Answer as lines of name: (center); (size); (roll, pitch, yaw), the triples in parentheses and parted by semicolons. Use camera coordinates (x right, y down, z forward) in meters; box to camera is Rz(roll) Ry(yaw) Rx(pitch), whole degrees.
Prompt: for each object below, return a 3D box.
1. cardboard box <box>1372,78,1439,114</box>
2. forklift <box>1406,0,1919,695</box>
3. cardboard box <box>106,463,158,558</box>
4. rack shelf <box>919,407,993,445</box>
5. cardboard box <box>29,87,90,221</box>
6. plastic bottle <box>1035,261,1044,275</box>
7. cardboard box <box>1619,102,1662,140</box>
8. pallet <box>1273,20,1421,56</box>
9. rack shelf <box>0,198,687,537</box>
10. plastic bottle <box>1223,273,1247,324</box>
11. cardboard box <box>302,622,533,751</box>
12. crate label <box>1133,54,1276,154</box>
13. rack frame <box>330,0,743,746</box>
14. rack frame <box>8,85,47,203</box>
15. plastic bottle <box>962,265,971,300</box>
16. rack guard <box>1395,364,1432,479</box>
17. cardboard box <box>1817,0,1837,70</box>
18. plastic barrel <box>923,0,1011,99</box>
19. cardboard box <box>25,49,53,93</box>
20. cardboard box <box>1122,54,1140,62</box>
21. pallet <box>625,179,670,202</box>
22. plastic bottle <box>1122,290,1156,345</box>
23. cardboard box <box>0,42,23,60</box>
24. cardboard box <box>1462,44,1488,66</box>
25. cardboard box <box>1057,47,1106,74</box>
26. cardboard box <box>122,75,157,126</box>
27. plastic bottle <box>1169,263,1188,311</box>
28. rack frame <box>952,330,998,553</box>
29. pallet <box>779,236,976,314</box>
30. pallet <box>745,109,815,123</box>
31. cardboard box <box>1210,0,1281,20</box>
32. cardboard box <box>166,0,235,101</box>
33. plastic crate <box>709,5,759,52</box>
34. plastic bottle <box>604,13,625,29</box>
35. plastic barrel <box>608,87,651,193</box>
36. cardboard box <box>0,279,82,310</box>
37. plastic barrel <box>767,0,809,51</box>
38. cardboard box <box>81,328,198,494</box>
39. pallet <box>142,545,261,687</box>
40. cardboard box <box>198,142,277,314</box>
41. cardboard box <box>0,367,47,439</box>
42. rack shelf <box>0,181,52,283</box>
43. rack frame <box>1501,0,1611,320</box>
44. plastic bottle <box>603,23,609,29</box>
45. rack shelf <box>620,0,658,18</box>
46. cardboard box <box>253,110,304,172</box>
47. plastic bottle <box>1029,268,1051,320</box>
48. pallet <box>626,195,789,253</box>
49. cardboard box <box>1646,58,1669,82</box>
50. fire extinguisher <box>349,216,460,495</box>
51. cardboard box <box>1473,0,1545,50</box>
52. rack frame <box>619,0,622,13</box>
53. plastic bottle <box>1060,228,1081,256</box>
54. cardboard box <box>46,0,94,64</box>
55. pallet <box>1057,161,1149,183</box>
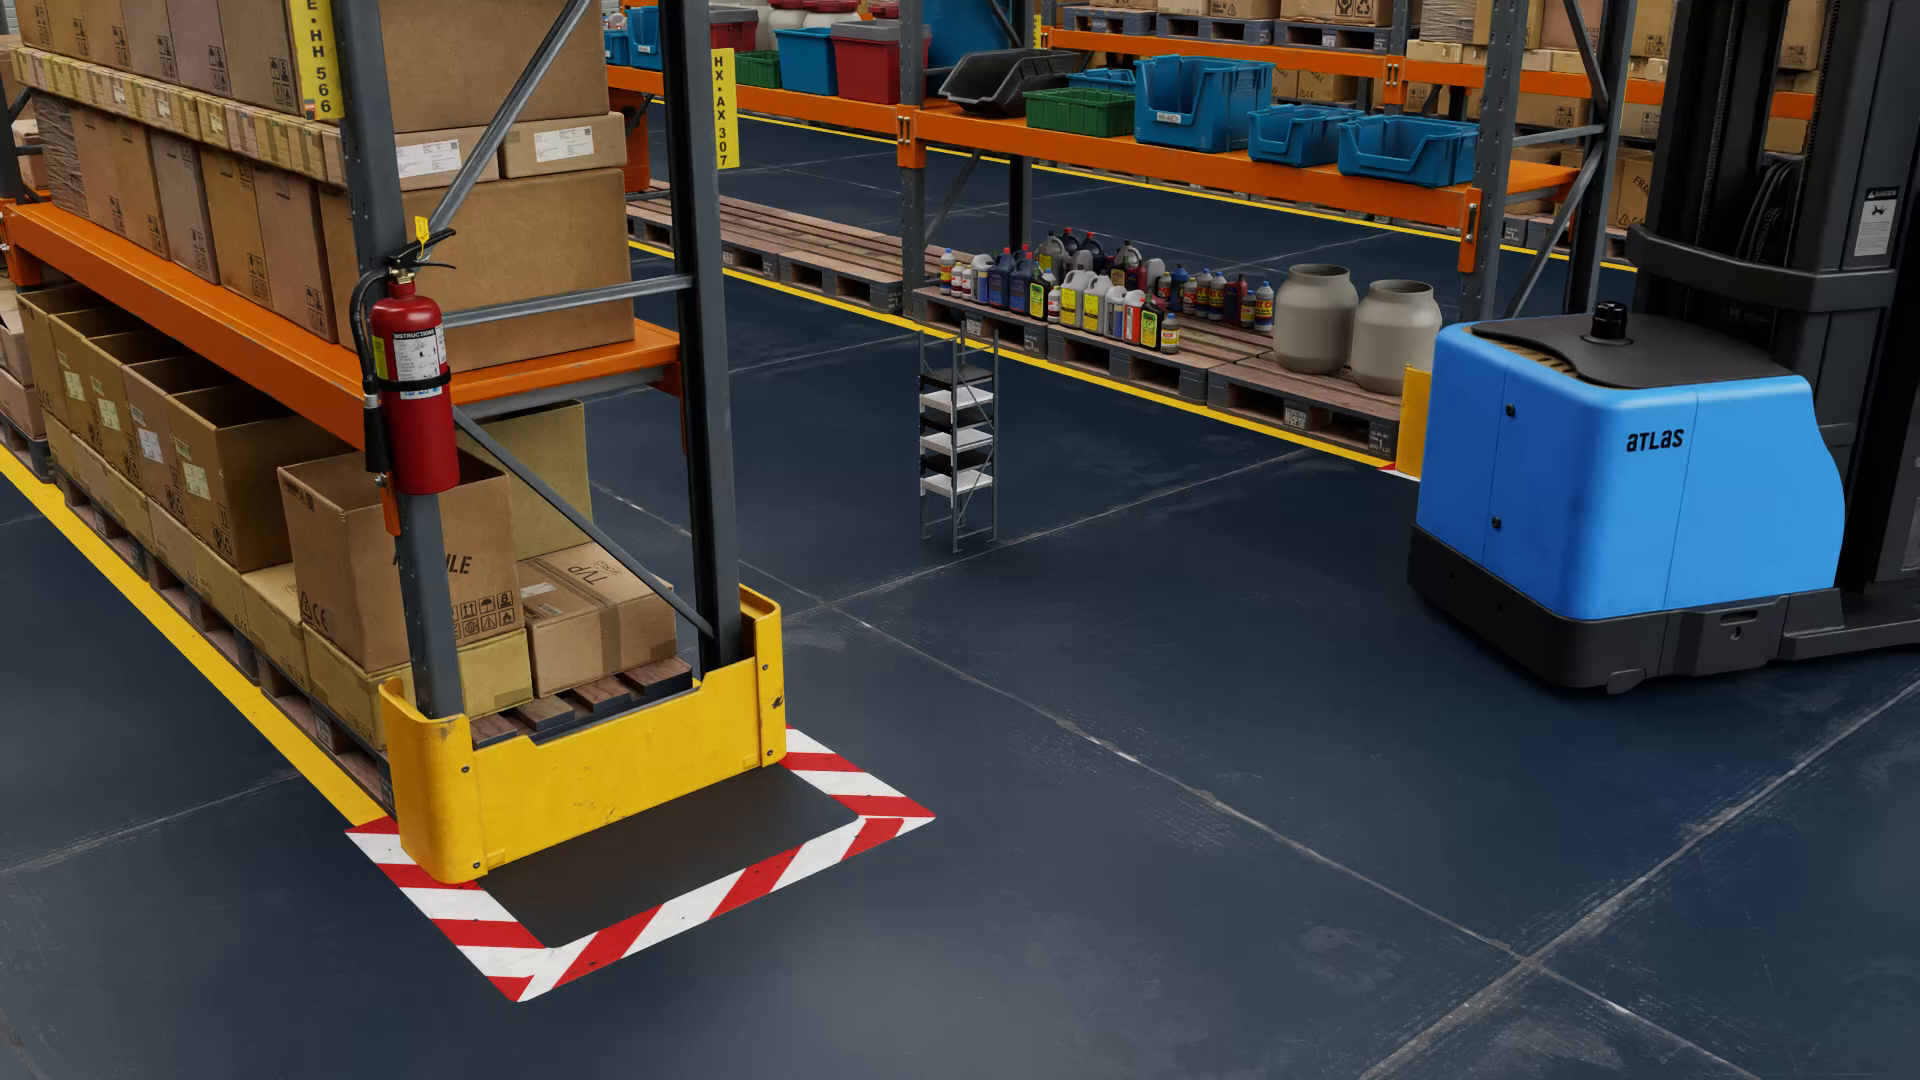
cardboard box: (5.346, -5.312, 18.943); (1.050, 0.750, 0.750); (-18, 28, -38)
forklift: (3.287, -1.138, 5.869); (3.031, 2.935, 1.130); (-6, 22, -16)
cardboard box: (-2.985, -0.175, 6.512); (0.500, 0.250, 0.500); (-17, 27, -37)
rack shelf: (-0.005, -0.474, 6.805); (0.258, 0.077, 0.200); (-17, 27, -37)
cardboard box: (-3.409, -1.664, 6.983); (0.700, 0.500, 0.500); (-18, 28, -39)
plastic bottle: (0.451, -1.518, 9.885); (0.097, 0.271, 0.097); (0, 21, 0)
cardboard box: (7.154, -4.547, 16.989); (1.050, 0.750, 0.750); (-18, 27, -38)
pallet: (3.416, -4.253, 13.991); (1.003, 0.211, 1.213); (-17, 27, -37)
rack shelf: (-2.397, -0.851, 6.031); (1.077, 0.370, 4.000); (-17, 27, -37)
plastic bottle: (1.582, -1.394, 9.551); (0.061, 0.283, 0.133); (-17, 27, -37)
cardboard box: (-1.666, 0.373, 5.113); (0.500, 0.250, 0.500); (-17, 27, -37)
crate label: (1.257, -2.272, 8.624); (0.502, 0.435, 0.616); (-17, 27, -37)
rack frame: (-1.092, -0.634, 4.489); (1.000, 3.000, 0.127); (-17, 27, -37)
rack frame: (-3.705, -1.738, 7.309); (0.949, 2.616, 0.053); (-17, 27, -37)
plastic bottle: (0.061, -1.570, 10.114); (0.097, 0.201, 0.097); (0, 21, 0)
rack guard: (2.578, -0.658, 7.978); (1.175, 0.500, 0.348); (-17, 27, -37)
cardboard box: (6.077, -3.334, 10.840); (0.875, 0.500, 0.500); (-17, 27, -37)
plastic barrel: (0.029, -3.329, 10.684); (0.600, 0.901, 0.708); (-17, 27, -37)
cardboard box: (-3.510, -1.898, 6.690); (0.380, 0.149, 0.250); (-17, 27, -37)
cardboard box: (2.412, -6.642, 22.755); (0.380, 0.149, 0.250); (-16, 26, -35)
pallet: (-3.105, -2.932, 14.179); (1.003, 0.211, 1.213); (-17, 27, -37)
plastic bottle: (0.988, -1.228, 9.137); (0.152, 0.276, 0.135); (-17, 27, -37)
cardboard box: (-4.863, -2.285, 8.569); (0.500, 0.500, 0.500); (-17, 27, -37)
cardboard box: (4.054, -3.713, 12.696); (0.380, 0.149, 0.250); (-17, 27, -37)
cardboard box: (0.759, -4.603, 16.961); (1.225, 0.875, 0.875); (-19, 28, -40)
cardboard box: (-2.660, -1.540, 5.776); (0.380, 0.149, 0.250); (-18, 28, -38)
plastic bottle: (1.294, -1.500, 9.838); (0.097, 0.271, 0.097); (0, 21, 0)
rack frame: (0.061, -0.393, 6.754); (0.240, 0.900, 0.006); (-17, 27, -37)
pallet: (-0.490, -1.826, 11.357); (1.003, 0.211, 1.213); (-17, 27, -37)
pallet: (-1.855, -5.237, 20.065); (1.003, 0.211, 1.213); (-17, 27, -37)
cardboard box: (2.603, -4.797, 14.400); (0.797, 0.503, 0.637); (-14, 26, -32)
cardboard box: (-2.099, -1.714, 5.331); (0.700, 0.500, 0.500); (-17, 27, -37)
plastic crate: (-1.736, -3.533, 11.803); (0.402, 0.464, 0.583); (-17, 27, -37)
plastic bottle: (-2.899, -4.289, 13.991); (0.152, 0.276, 0.135); (-17, 27, -37)
plastic barrel: (-2.891, -3.338, 13.794); (0.600, 0.830, 0.708); (-17, 27, -37)
cardboard box: (-4.529, -1.101, 8.108); (0.500, 0.311, 0.500); (-17, 27, -36)
plastic barrel: (-1.168, -3.619, 11.925); (0.433, 0.535, 0.433); (0, 21, 0)
cardboard box: (-2.985, -0.524, 6.376); (0.500, 0.500, 0.500); (-17, 27, -37)
pallet: (-2.415, 0.126, 6.372); (1.003, 0.211, 1.213); (-17, 27, -37)
cardboard box: (-2.053, -1.095, 5.529); (0.700, 0.500, 0.500); (-17, 27, -37)
cardboard box: (-4.193, -0.700, 7.852); (0.500, 0.250, 0.500); (-18, 28, -38)
rack shelf: (-5.008, -1.956, 8.853); (1.077, 0.370, 4.000); (-17, 27, -37)
rack frame: (2.666, -1.813, 7.499); (0.949, 2.616, 0.053); (-17, 27, -37)
plastic bottle: (-2.981, -4.219, 13.915); (0.097, 0.201, 0.097); (0, 21, 0)
rack shelf: (-2.723, -6.524, 20.514); (1.077, 0.370, 4.000); (-17, 27, -37)
cardboard box: (-1.825, -1.185, 4.870); (0.380, 0.149, 0.250); (-18, 28, -38)
plastic bottle: (0.464, -1.428, 9.637); (0.061, 0.283, 0.133); (-16, 26, -35)
pallet: (-2.083, -2.500, 13.079); (1.003, 0.211, 1.213); (-17, 27, -37)
cardboard box: (5.014, -3.293, 11.623); (0.380, 0.149, 0.250); (-17, 27, -37)
fire extinguisher: (-1.367, -0.454, 4.137); (0.296, 0.674, 0.183); (-17, 27, -37)
cardboard box: (4.351, -3.996, 12.527); (0.875, 0.500, 0.500); (-17, 27, -37)
rack frame: (-4.029, -7.411, 21.794); (1.000, 3.000, 0.127); (-17, 27, -37)
plastic bottle: (0.691, -1.779, 10.442); (0.144, 0.351, 0.185); (-18, 28, -39)
cardboard box: (-3.078, -2.129, 6.391); (0.700, 0.500, 0.500); (-18, 27, -38)
pallet: (1.702, -3.687, 16.107); (1.003, 0.211, 1.213); (-17, 27, -37)
